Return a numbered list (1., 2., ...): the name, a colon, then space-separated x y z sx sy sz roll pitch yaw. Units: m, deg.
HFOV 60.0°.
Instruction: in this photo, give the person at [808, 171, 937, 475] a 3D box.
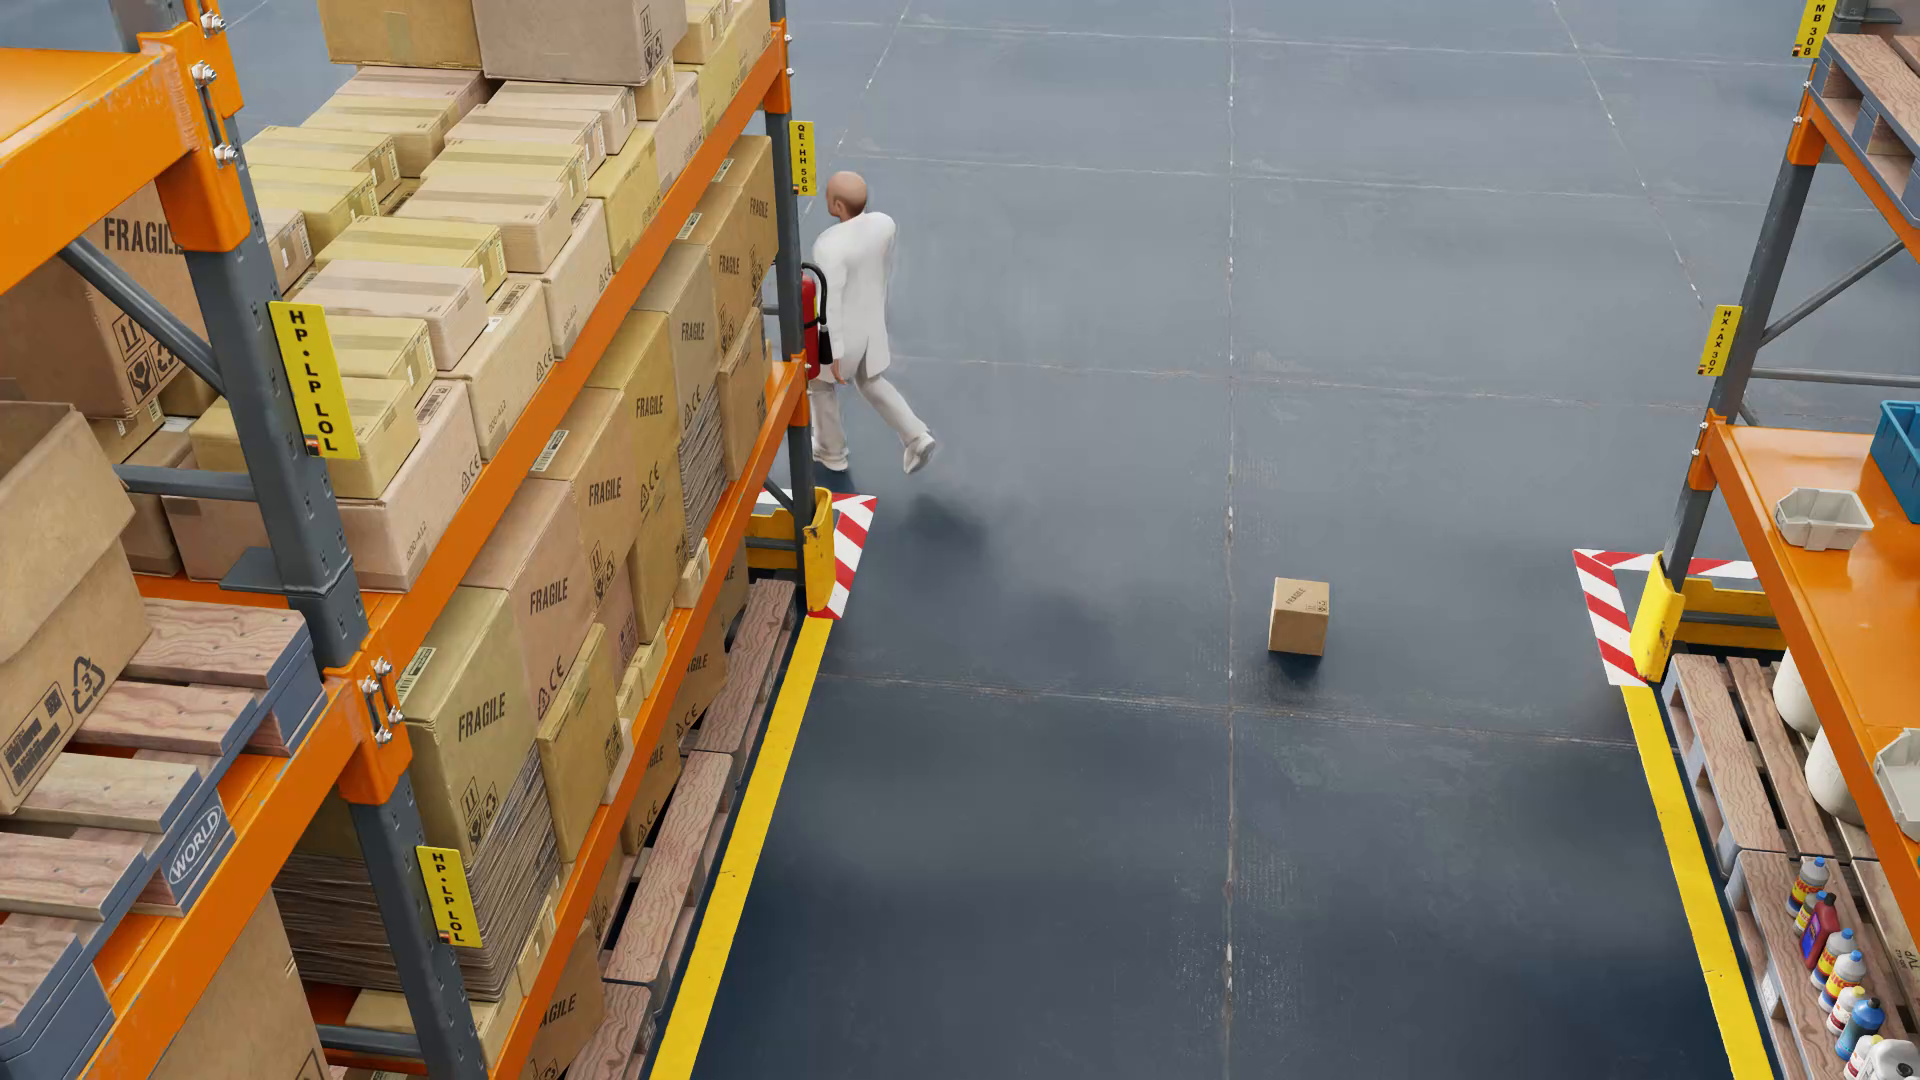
1. person: -0.545 -1.076 8.537 0.889 1.743 0.566 29 45 34
